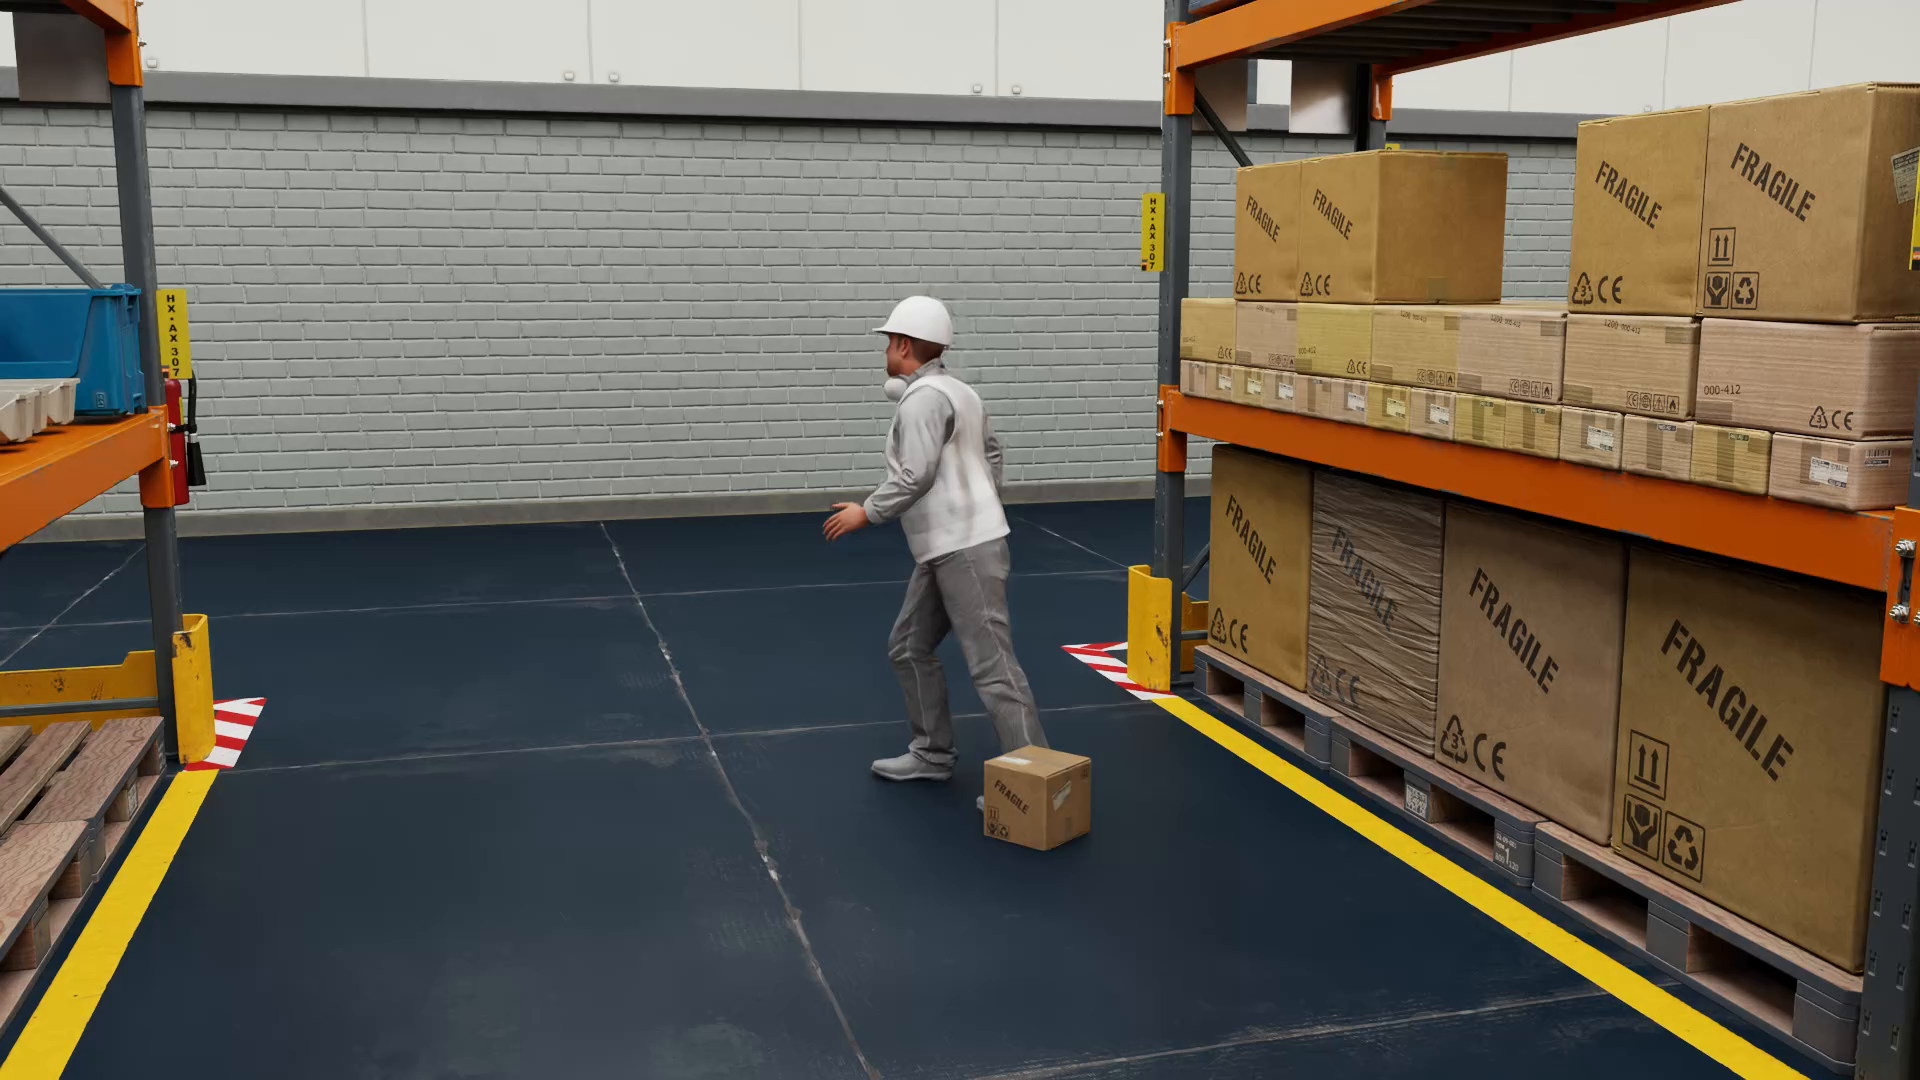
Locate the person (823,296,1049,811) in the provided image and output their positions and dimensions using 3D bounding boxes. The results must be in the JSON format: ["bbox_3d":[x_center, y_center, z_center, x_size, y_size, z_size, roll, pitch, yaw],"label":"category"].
[{"bbox_3d":[-0.069,0.034,5.732,0.790,1.731,0.697,0,9,0],"label":"person"}]
